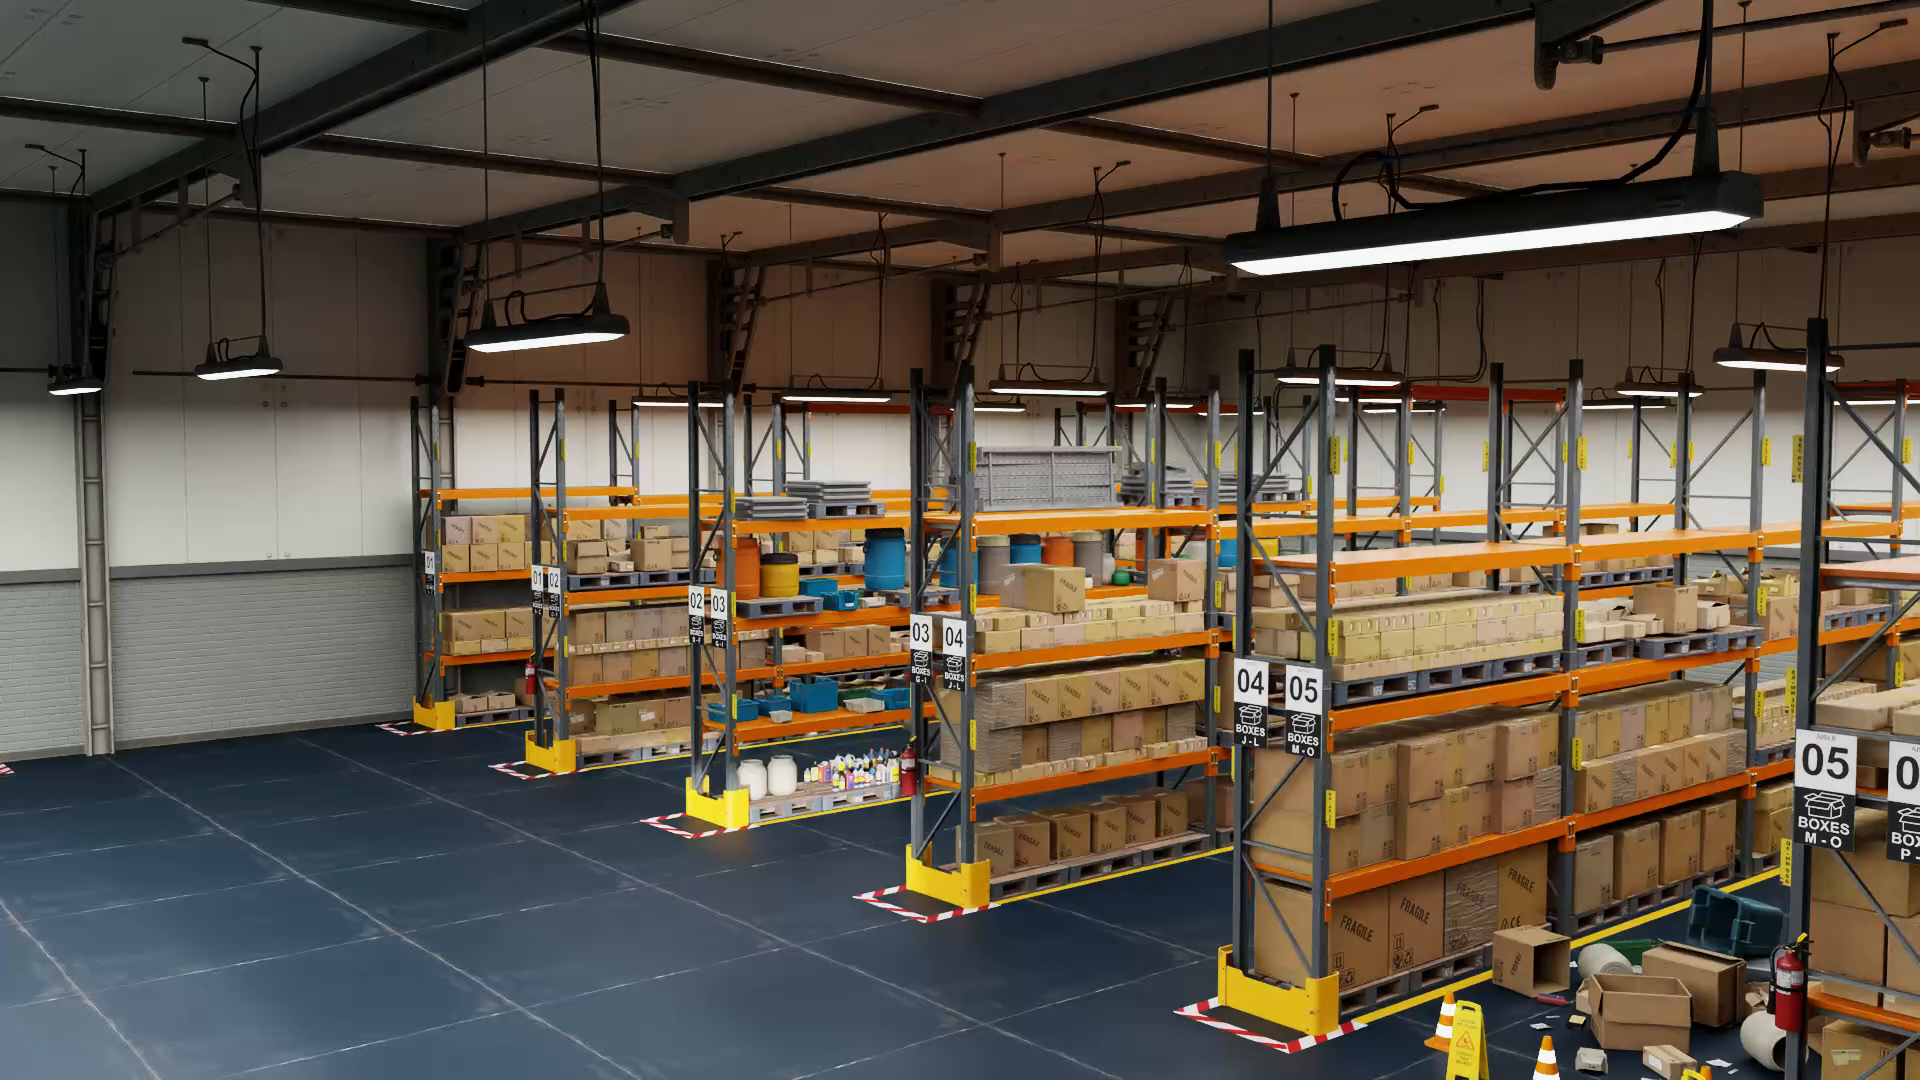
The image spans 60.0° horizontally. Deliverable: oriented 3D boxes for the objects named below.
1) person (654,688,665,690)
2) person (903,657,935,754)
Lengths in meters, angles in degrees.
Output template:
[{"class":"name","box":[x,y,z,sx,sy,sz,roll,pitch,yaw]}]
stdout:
[{"class":"person","box":[-5.406,2.571,29.520,0.891,1.654,0.637,-3,5,-44]},{"class":"person","box":[-0.752,2.721,27.171,0.607,1.687,0.686,-2,4,-35]}]
